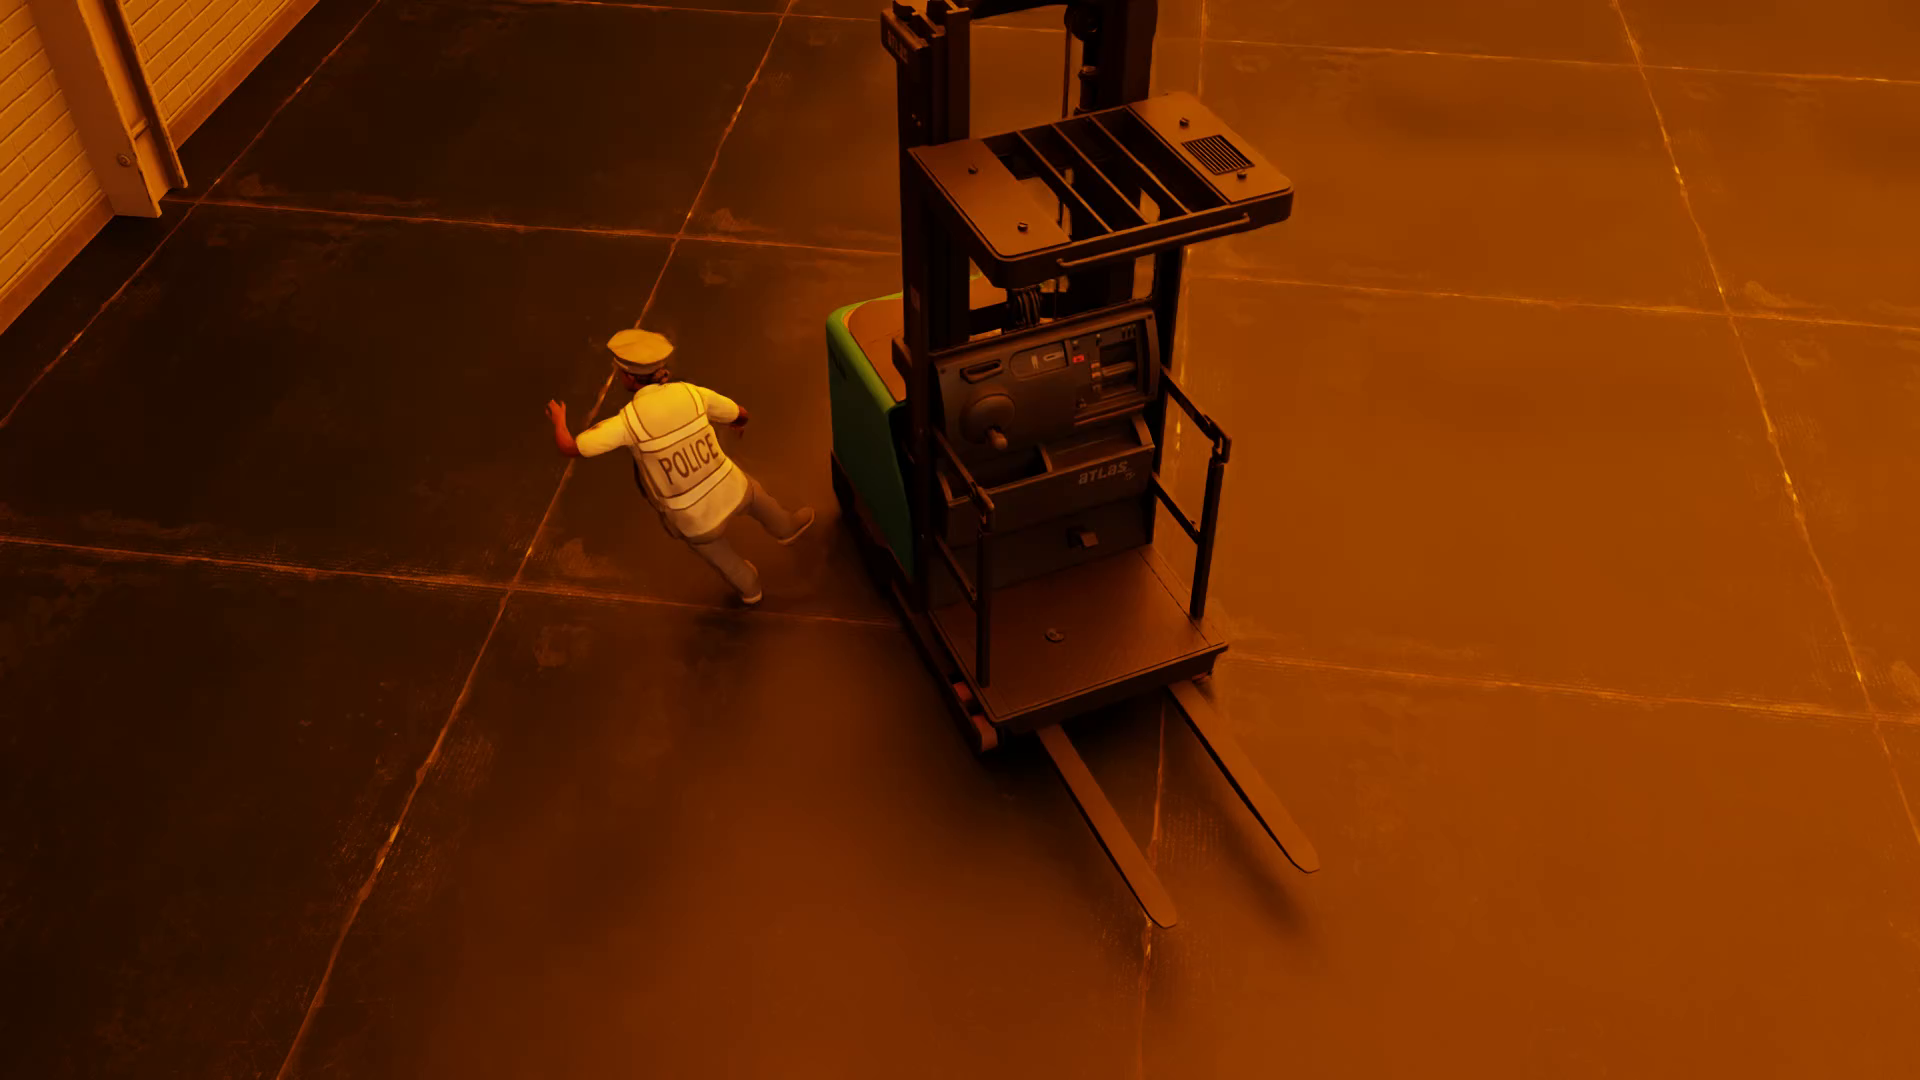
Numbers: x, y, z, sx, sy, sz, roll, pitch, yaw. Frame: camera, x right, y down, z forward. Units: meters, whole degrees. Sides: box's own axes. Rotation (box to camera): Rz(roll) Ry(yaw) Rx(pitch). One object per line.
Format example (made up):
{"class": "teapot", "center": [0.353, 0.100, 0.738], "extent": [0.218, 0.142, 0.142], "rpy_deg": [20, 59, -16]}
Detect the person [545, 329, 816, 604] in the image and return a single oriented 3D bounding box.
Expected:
{"class": "person", "center": [-1.174, -0.360, 7.250], "extent": [1.095, 1.422, 0.898], "rpy_deg": [-34, 52, -31]}

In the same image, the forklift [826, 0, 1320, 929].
{"class": "forklift", "center": [0.437, -0.533, 6.305], "extent": [1.130, 2.935, 3.031], "rpy_deg": [-16, 45, -17]}
